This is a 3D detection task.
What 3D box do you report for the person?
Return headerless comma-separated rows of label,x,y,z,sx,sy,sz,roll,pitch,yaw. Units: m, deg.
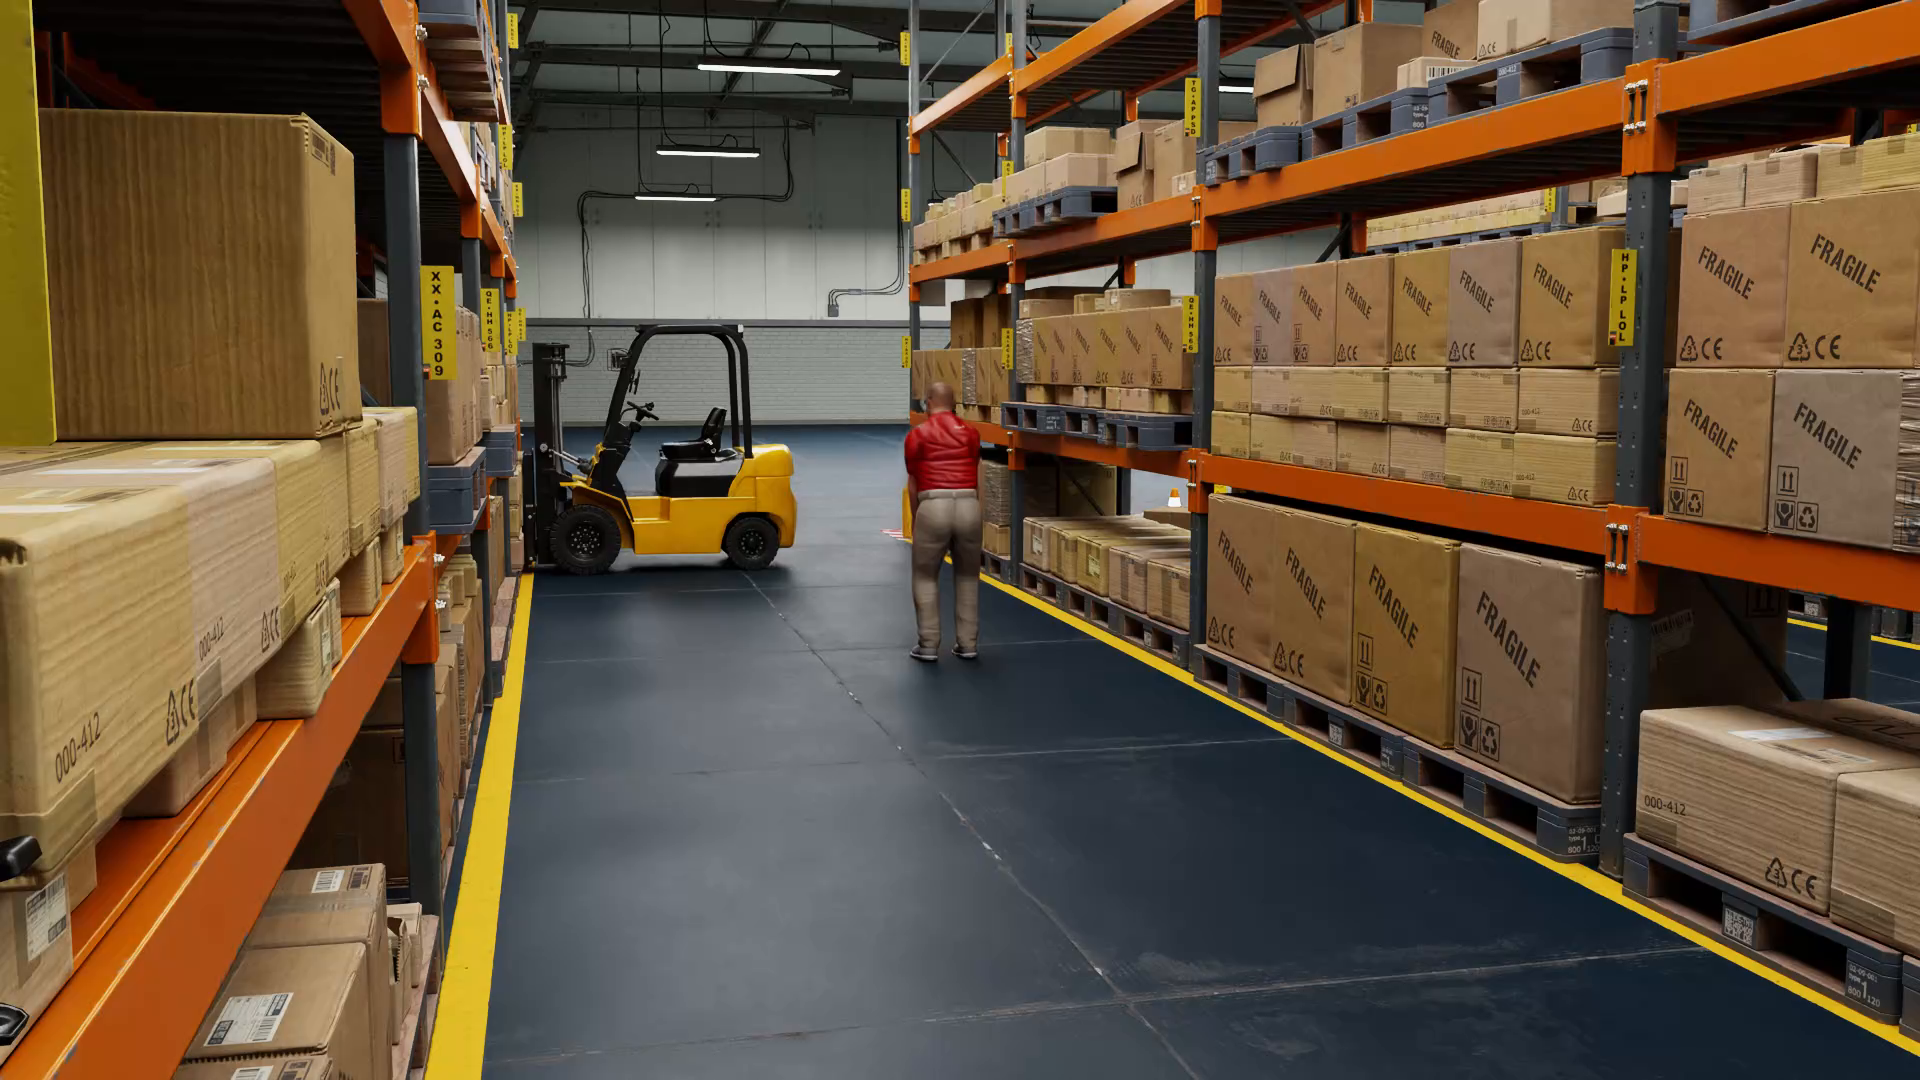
person,-0.111,-0.122,10.284,0.483,1.714,0.566,-2,6,-15
